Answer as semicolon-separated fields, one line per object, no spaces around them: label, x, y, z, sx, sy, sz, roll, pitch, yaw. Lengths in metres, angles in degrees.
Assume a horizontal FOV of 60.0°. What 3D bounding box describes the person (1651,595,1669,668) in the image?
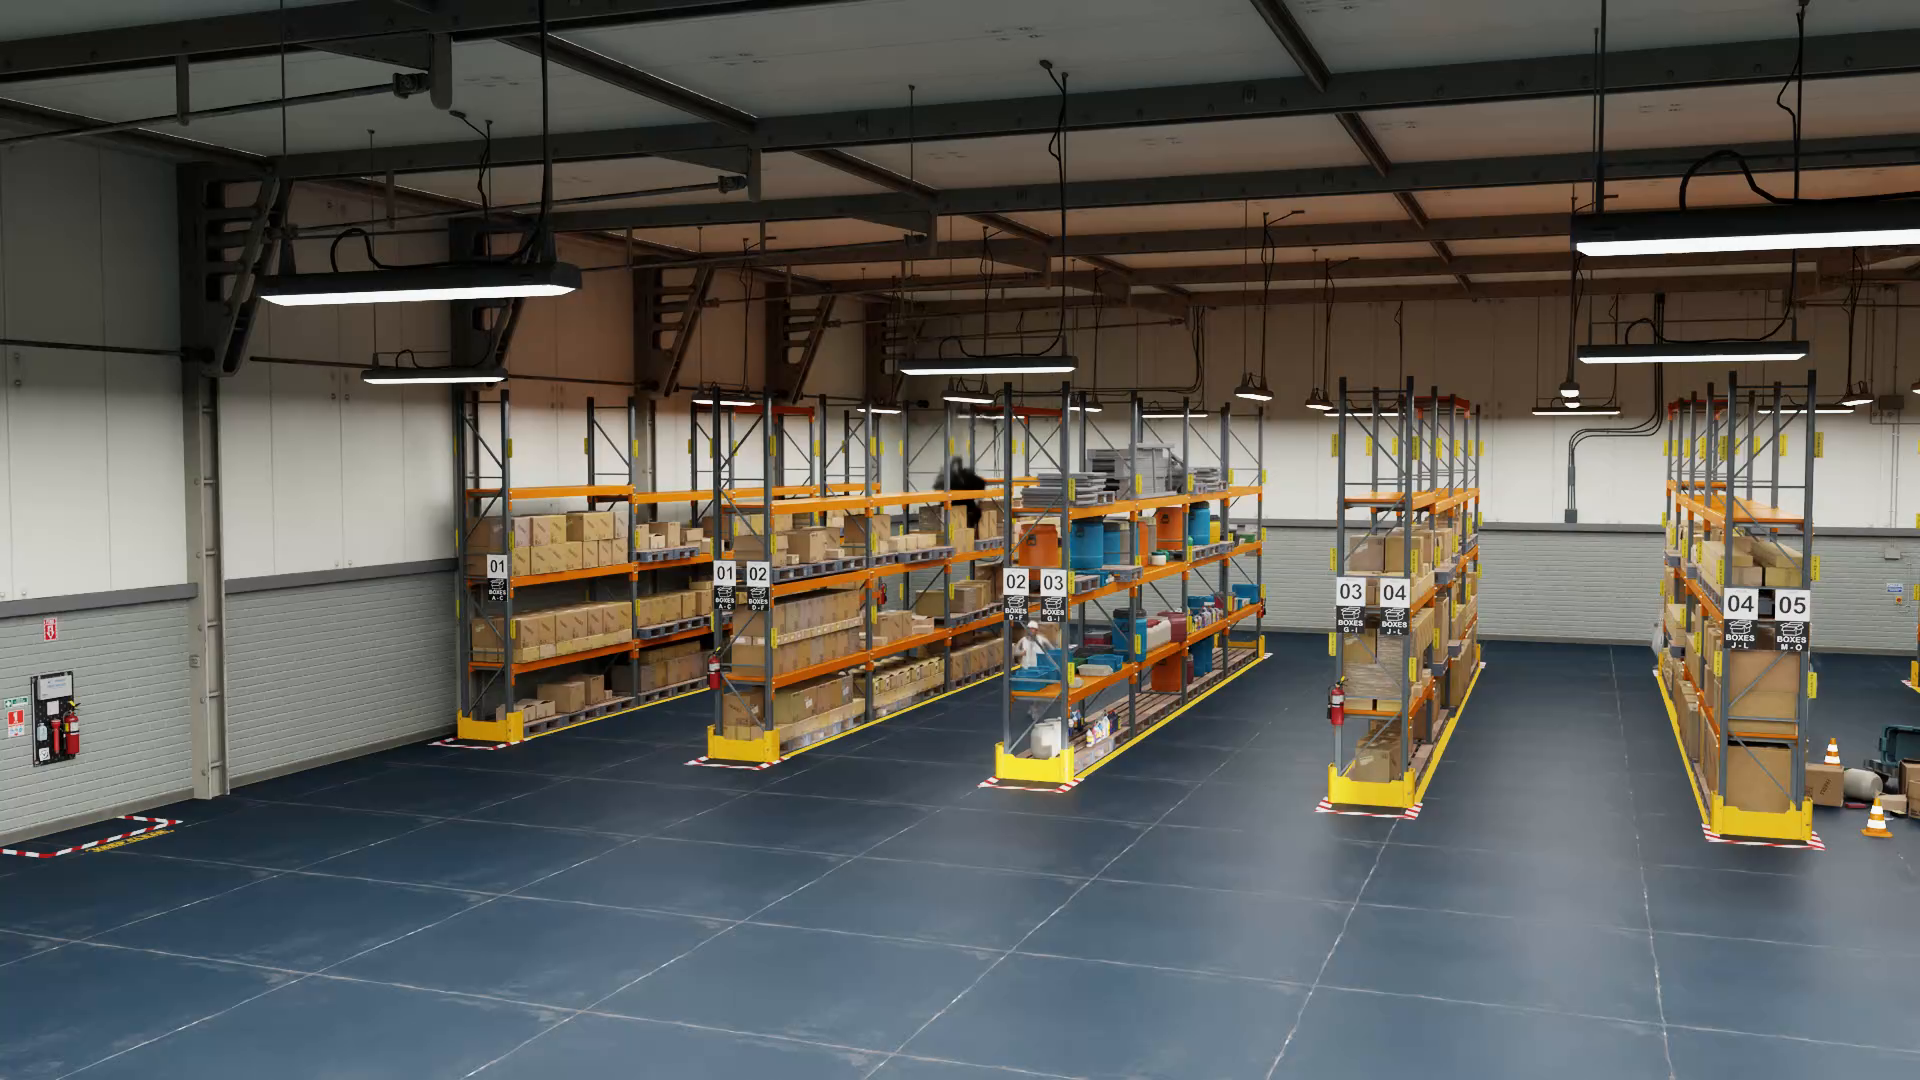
person;16.100;2.062;37.831;0.666;1.734;0.683;0;3;7

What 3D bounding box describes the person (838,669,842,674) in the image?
person;-2.596;2.210;34.488;0.632;1.823;0.705;1;3;13

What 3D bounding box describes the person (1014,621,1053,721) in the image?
person;1.351;2.414;30.863;0.671;1.841;0.785;1;3;19
